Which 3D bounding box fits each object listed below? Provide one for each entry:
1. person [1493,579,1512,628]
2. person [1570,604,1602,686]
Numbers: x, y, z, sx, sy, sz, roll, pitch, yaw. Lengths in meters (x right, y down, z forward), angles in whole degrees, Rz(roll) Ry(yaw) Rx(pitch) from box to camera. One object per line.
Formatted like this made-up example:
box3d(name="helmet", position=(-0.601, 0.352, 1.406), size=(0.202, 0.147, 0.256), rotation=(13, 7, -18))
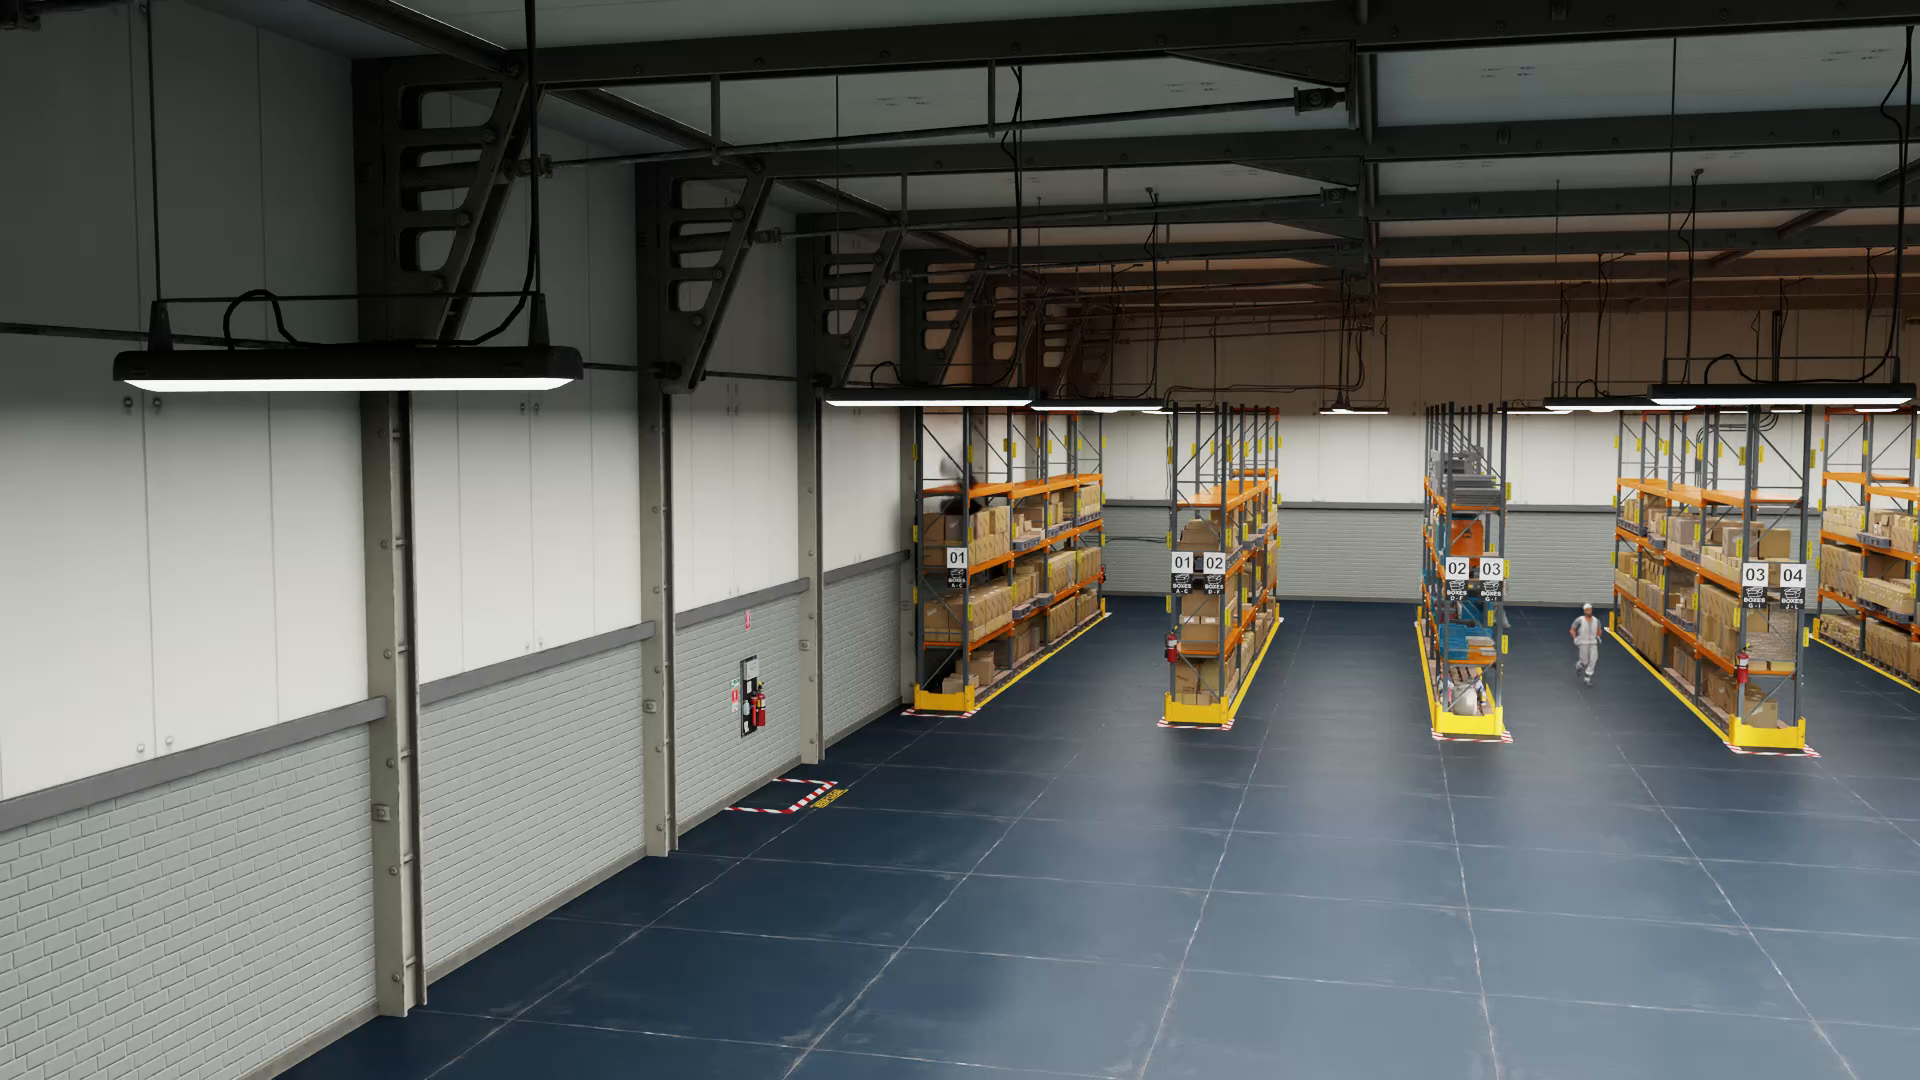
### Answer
box3d(name="person", position=(14.681, 1.537, 45.420), size=(0.622, 1.675, 0.924), rotation=(-2, 5, -23))
box3d(name="person", position=(13.419, 2.230, 35.616), size=(0.644, 1.743, 0.632), rotation=(0, 4, 1))
